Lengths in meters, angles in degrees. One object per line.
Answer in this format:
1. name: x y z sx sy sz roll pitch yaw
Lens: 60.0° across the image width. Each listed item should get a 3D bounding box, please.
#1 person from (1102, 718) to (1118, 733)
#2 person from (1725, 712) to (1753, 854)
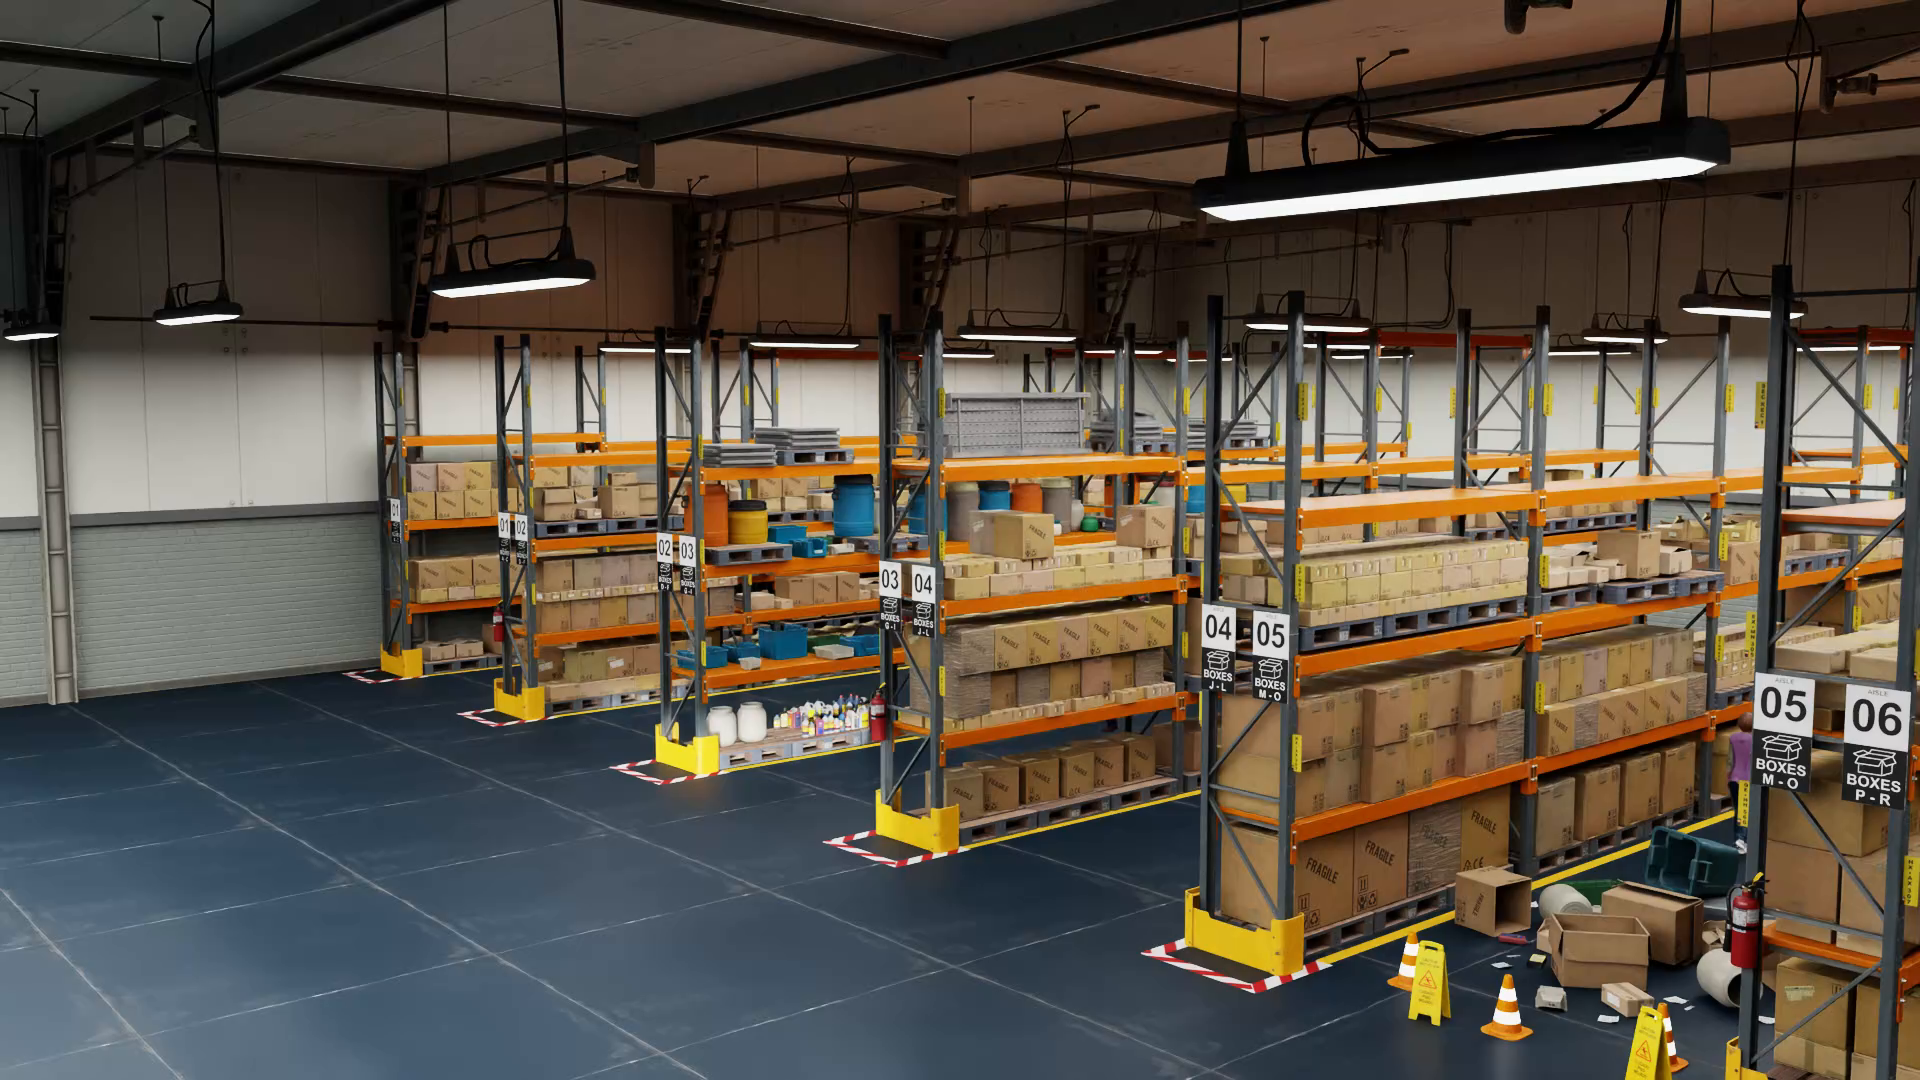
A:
1. person: 1.897 2.036 24.174 0.954 1.589 0.508 -4 7 -38
2. person: 8.689 2.702 18.400 0.454 1.596 0.462 -4 7 -40
